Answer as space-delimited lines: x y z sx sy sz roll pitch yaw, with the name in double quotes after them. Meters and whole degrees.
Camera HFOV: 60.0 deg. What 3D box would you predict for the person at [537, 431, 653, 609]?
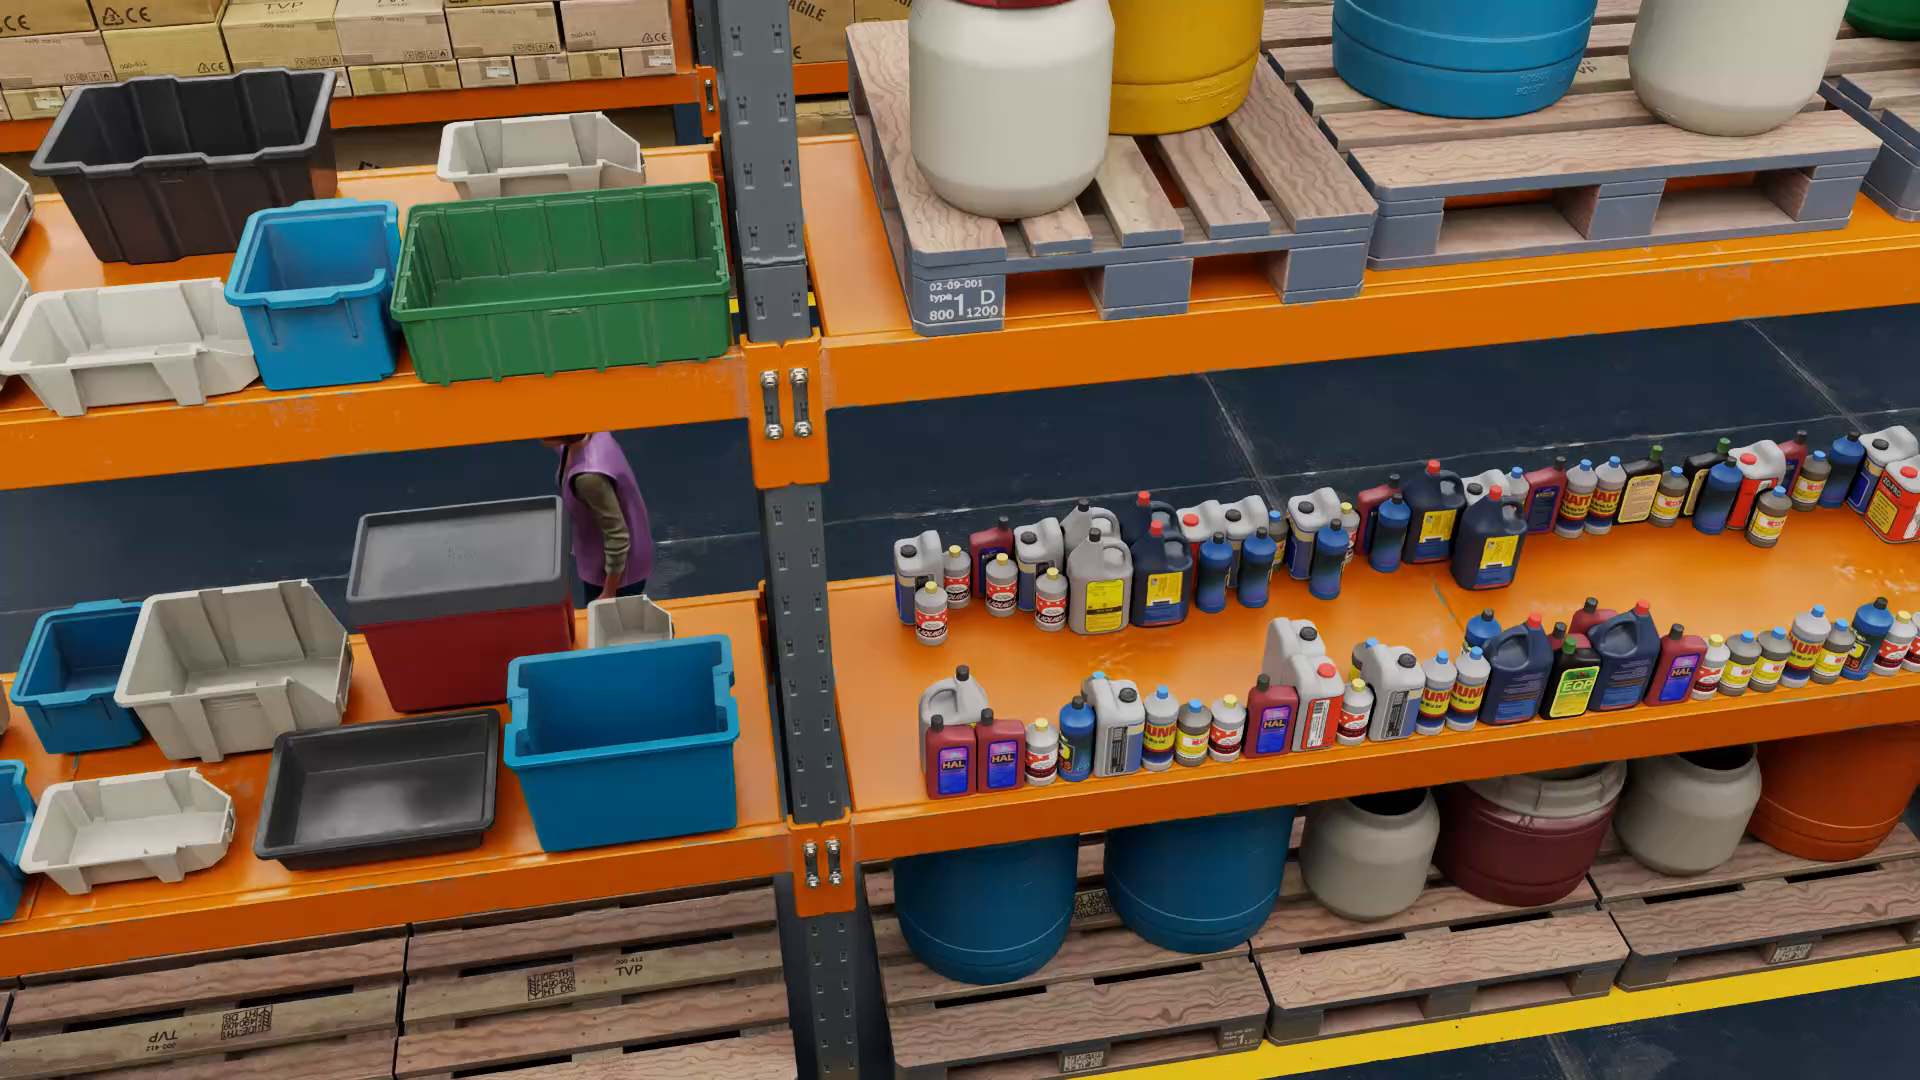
-1.294 0.085 6.060 0.345 1.591 0.458 -13 41 -15 "person"
